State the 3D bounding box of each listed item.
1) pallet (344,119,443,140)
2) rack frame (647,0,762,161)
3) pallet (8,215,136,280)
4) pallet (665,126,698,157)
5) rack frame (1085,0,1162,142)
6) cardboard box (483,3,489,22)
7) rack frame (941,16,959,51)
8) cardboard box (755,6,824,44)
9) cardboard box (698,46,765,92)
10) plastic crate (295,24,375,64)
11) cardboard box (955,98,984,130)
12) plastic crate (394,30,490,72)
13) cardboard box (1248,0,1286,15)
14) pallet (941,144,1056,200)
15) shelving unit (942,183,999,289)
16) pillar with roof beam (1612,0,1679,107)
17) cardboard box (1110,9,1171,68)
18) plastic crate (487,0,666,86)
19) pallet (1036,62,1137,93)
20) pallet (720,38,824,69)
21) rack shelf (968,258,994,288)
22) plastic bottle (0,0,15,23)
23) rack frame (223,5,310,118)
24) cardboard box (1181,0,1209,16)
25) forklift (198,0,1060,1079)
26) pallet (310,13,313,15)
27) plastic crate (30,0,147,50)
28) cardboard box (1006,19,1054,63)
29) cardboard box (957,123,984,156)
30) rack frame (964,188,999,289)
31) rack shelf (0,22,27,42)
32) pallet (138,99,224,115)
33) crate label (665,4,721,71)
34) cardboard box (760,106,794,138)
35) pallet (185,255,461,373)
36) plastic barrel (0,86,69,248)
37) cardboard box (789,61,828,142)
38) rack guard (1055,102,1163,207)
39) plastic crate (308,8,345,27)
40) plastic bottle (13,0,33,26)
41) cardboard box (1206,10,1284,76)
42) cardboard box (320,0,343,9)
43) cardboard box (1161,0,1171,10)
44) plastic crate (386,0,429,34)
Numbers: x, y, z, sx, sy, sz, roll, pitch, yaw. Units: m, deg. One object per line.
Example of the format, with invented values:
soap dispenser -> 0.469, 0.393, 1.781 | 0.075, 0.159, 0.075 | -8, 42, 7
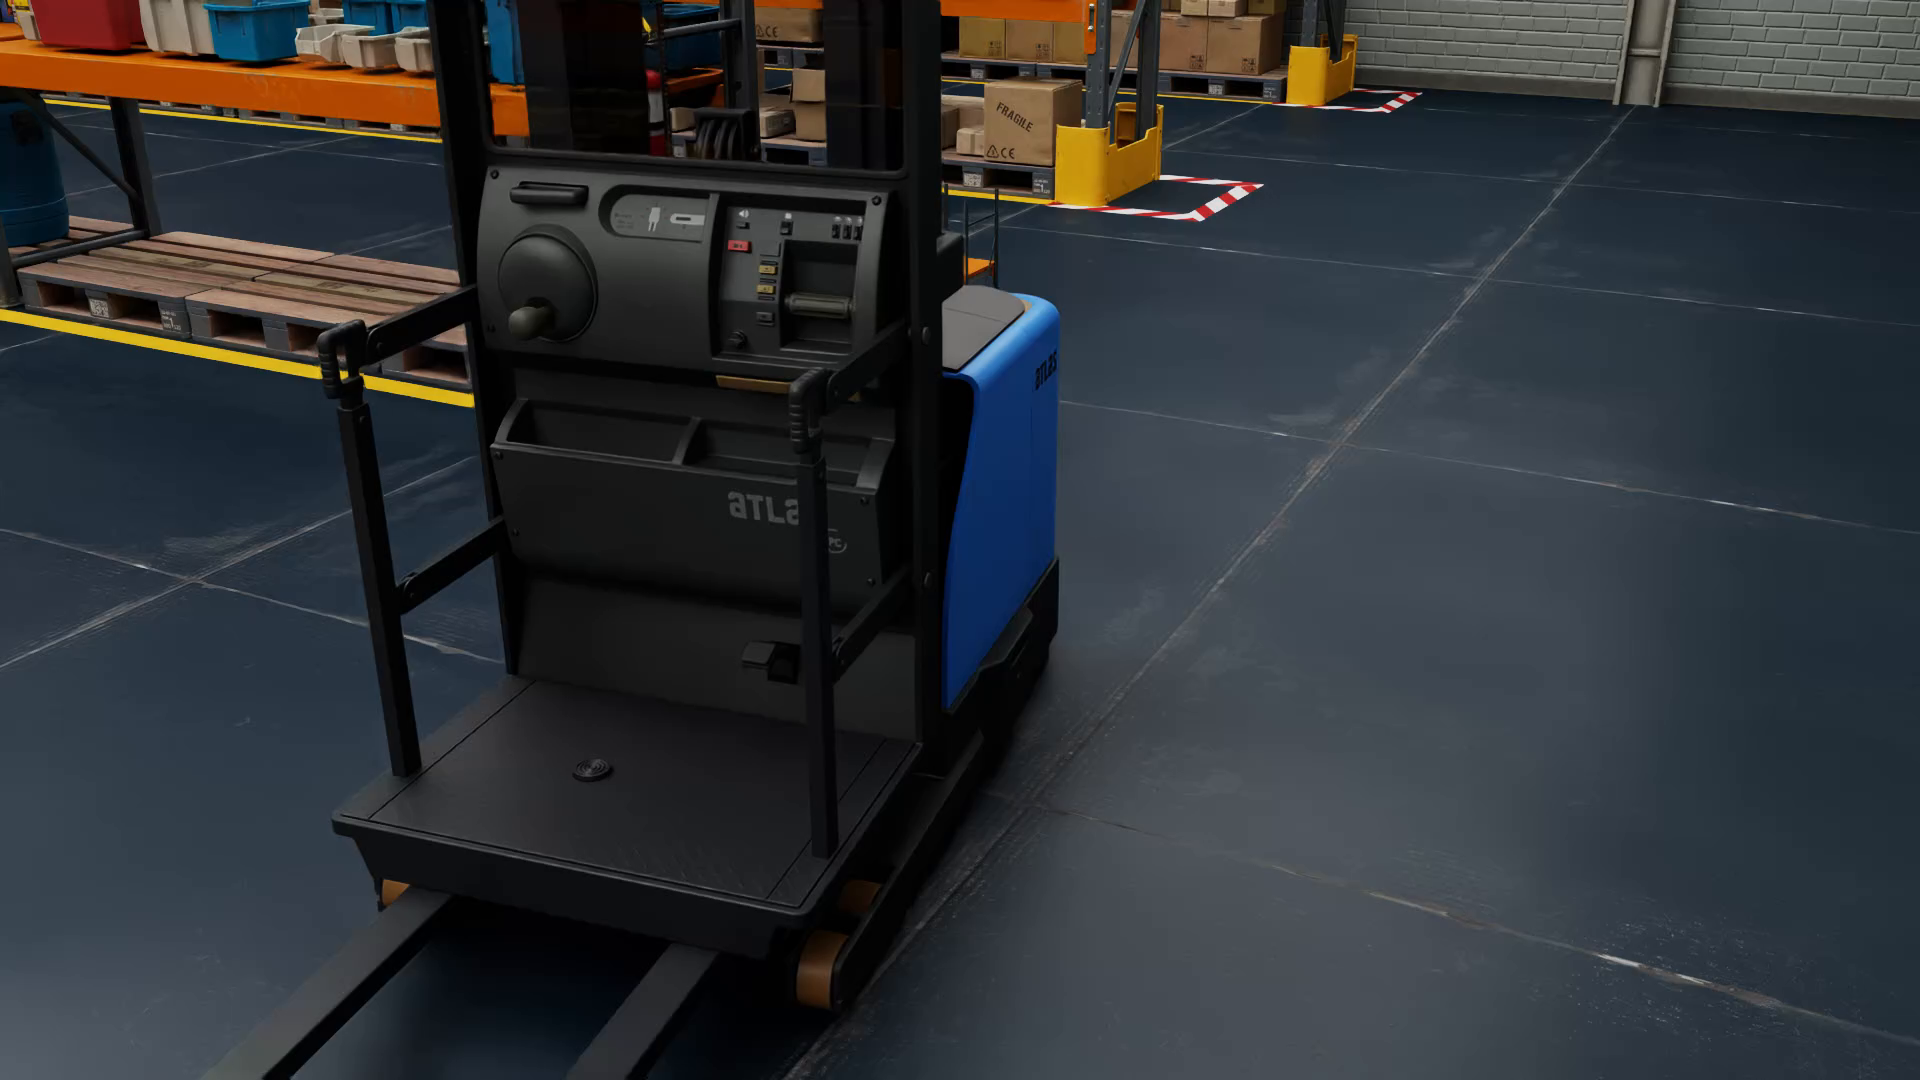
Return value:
pallet -> -4.316, -3.536, 13.794 | 1.213, 0.211, 1.003 | 11, 25, 25
rack frame -> -1.149, -2.038, 6.709 | 0.127, 3.000, 1.000 | 11, 25, 25
pallet -> -5.388, -1.612, 9.270 | 1.213, 0.211, 1.003 | 11, 25, 25
pallet -> -1.868, -3.069, 12.696 | 1.213, 0.211, 1.003 | 11, 25, 25
rack frame -> 1.090, -3.767, 10.776 | 0.127, 3.000, 1.000 | 11, 25, 25
cardboard box -> -3.694, -4.218, 13.509 | 0.500, 0.250, 0.500 | 11, 26, 25
rack frame -> -0.248, -6.204, 16.506 | 0.127, 3.000, 1.000 | 11, 25, 25
cardboard box -> -1.682, -5.634, 17.374 | 0.750, 0.750, 0.750 | 12, 26, 26
cardboard box -> -1.844, -3.524, 12.836 | 0.500, 0.500, 0.500 | 11, 25, 25
plastic crate -> -2.742, -2.168, 7.274 | 0.250, 0.136, 0.298 | 11, 25, 25
cardboard box -> 0.286, -2.988, 11.894 | 0.500, 0.250, 0.500 | 11, 25, 25
plastic crate -> -2.210, -2.081, 7.071 | 0.243, 0.136, 0.396 | 11, 25, 25
cardboard box -> 2.853, -4.976, 15.446 | 0.250, 0.149, 0.380 | 11, 26, 25
pallet -> 0.310, -2.638, 11.683 | 1.213, 0.211, 1.003 | 11, 25, 25
shelving unit -> -0.013, -0.555, 5.521 | 0.189, 1.200, 0.258 | 11, 25, 25
pillar with roof beam -> 4.179, -6.581, 9.725 | 0.400, 9.000, 9.100 | 11, 25, 25
cardboard box -> 1.756, -4.807, 15.877 | 0.500, 0.500, 0.700 | 10, 25, 23
plastic crate -> -1.532, -2.076, 6.676 | 0.499, 0.435, 0.616 | 11, 25, 25
pallet -> 1.488, -4.544, 16.166 | 1.213, 0.211, 1.003 | 11, 25, 25
pallet -> -2.064, -5.246, 17.816 | 1.213, 0.211, 1.003 | 11, 25, 25
rack shelf -> -0.013, -0.845, 5.398 | 0.180, 0.103, 0.258 | 11, 25, 25
plastic bottle -> -5.170, -2.954, 9.027 | 0.097, 0.271, 0.097 | 0, 23, 0
rack frame -> -6.050, -5.180, 14.097 | 0.127, 3.000, 1.000 | 11, 25, 25
cardboard box -> 2.226, -4.932, 15.343 | 0.250, 0.149, 0.380 | 12, 26, 26
forklift -> -0.658, -0.549, 3.295 | 1.130, 2.935, 3.031 | 7, 24, 17
pallet -> -8.003, -6.440, 20.623 | 1.213, 0.211, 1.003 | 11, 25, 25
plastic crate -> -4.035, -2.556, 7.769 | 0.583, 0.464, 0.402 | 11, 25, 25
cardboard box -> 0.820, -4.990, 16.307 | 0.500, 0.500, 0.700 | 11, 25, 24
cardboard box -> 0.173, -2.779, 11.509 | 0.250, 0.166, 0.380 | 11, 25, 25
rack frame -> 0.069, -0.539, 5.483 | 0.006, 1.200, 0.240 | 11, 25, 25
rack shelf -> -6.503, -2.766, 9.341 | 4.000, 0.370, 1.077 | 11, 25, 25
pallet -> -6.767, -4.056, 15.017 | 1.213, 0.211, 1.003 | 11, 25, 25
crate label -> -1.220, -2.147, 7.103 | 0.303, 0.233, 0.416 | 11, 25, 25
cardboard box -> -1.427, -3.073, 12.202 | 0.250, 0.166, 0.380 | 11, 25, 25
pallet -> -2.952, -1.130, 8.137 | 1.213, 0.211, 1.003 | 11, 25, 25
plastic barrel -> -5.196, -2.074, 8.938 | 0.708, 0.901, 0.600 | 11, 25, 25
cardboard box -> -0.801, -3.197, 12.063 | 0.637, 0.503, 0.797 | 11, 25, 25
rack guard -> 1.022, -2.630, 11.296 | 0.348, 0.500, 1.175 | 11, 25, 25
plastic crate -> -3.029, -2.448, 7.934 | 0.466, 0.136, 0.293 | 11, 25, 25
plastic bottle -> -4.922, -2.904, 8.809 | 0.185, 0.351, 0.144 | 11, 25, 25
cardboard box -> 2.652, -4.630, 15.461 | 0.500, 0.500, 0.700 | 11, 25, 25
cardboard box -> -5.057, -4.485, 14.138 | 0.500, 0.250, 0.500 | 12, 26, 27
cardboard box -> 1.951, -5.154, 15.865 | 0.250, 0.149, 0.380 | 12, 26, 25
plastic crate -> -2.395, -2.380, 7.650 | 0.300, 0.233, 0.416 | 11, 25, 25
